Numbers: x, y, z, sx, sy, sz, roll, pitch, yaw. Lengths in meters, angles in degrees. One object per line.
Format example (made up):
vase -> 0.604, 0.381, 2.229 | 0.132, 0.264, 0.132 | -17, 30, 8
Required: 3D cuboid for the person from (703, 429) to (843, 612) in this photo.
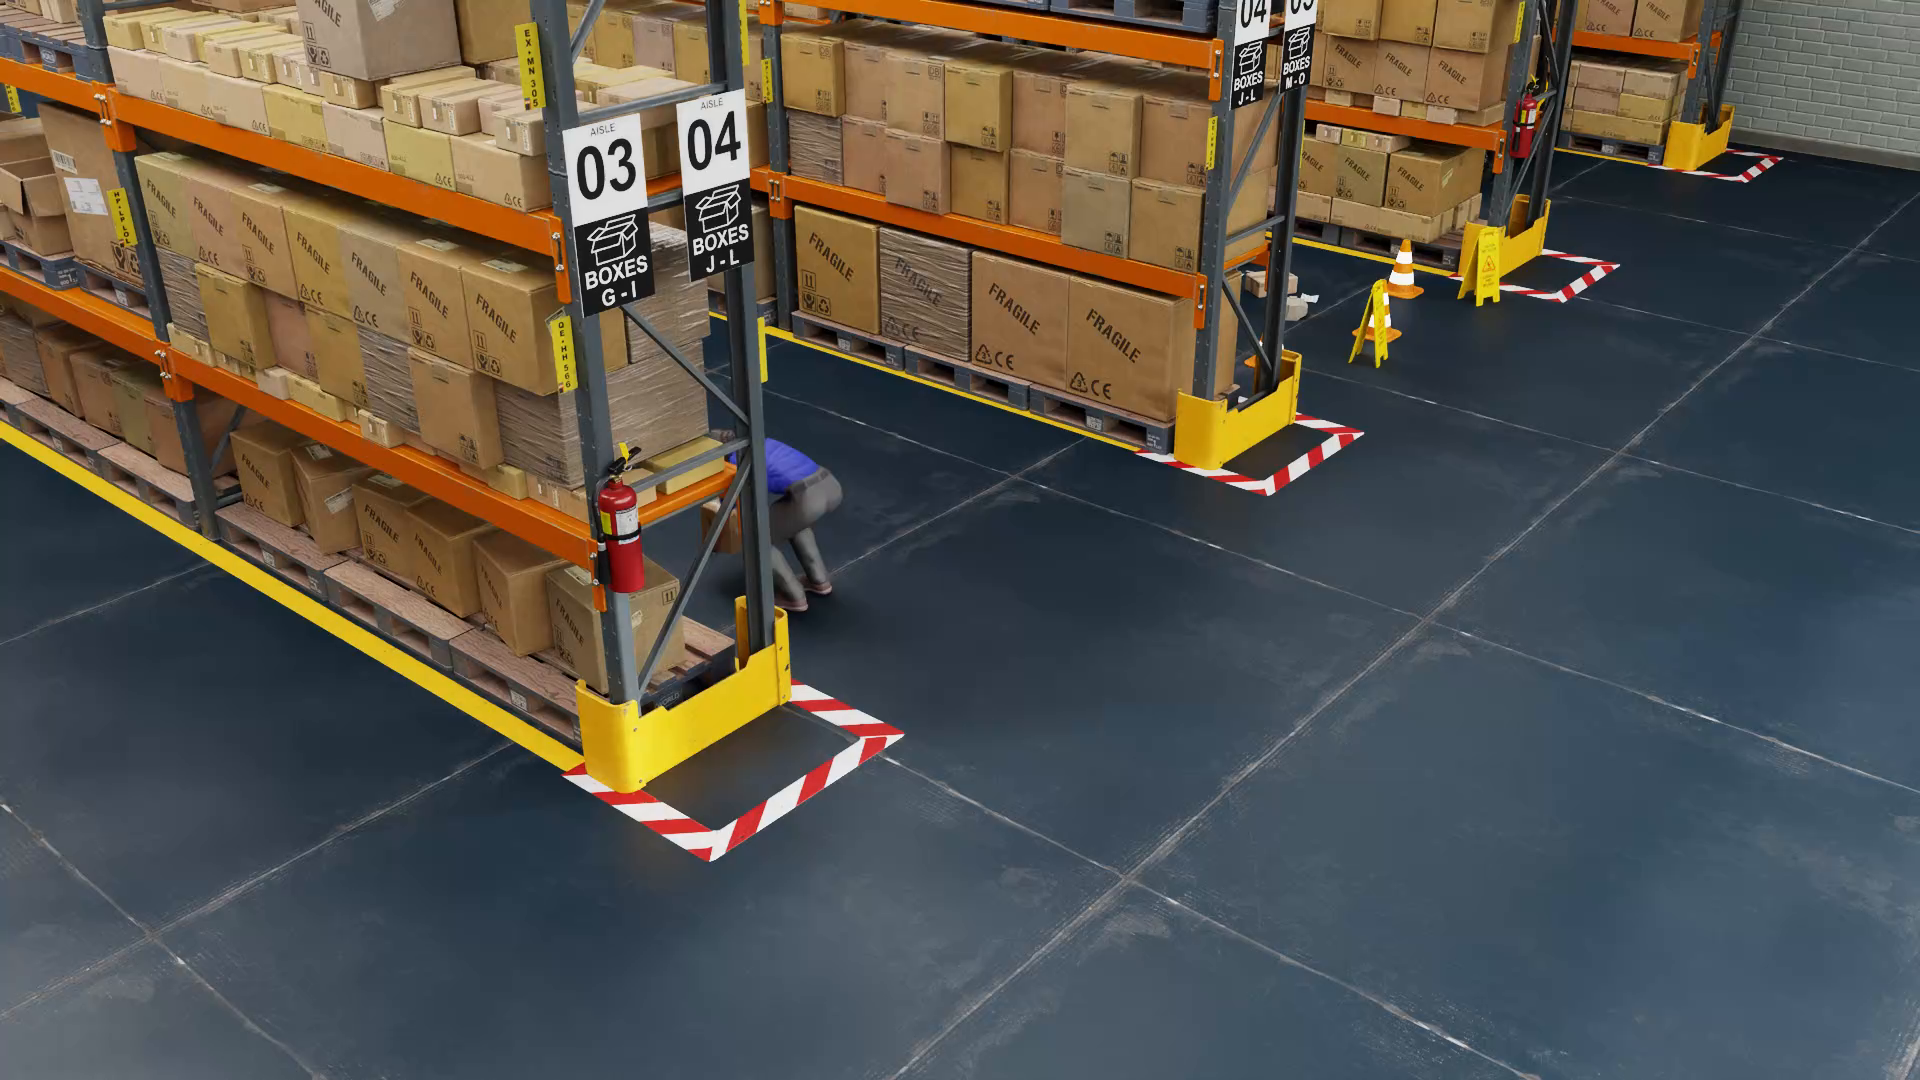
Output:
person -> -1.094, -0.134, 9.610 | 0.860, 0.989, 0.468 | 14, 31, 25
